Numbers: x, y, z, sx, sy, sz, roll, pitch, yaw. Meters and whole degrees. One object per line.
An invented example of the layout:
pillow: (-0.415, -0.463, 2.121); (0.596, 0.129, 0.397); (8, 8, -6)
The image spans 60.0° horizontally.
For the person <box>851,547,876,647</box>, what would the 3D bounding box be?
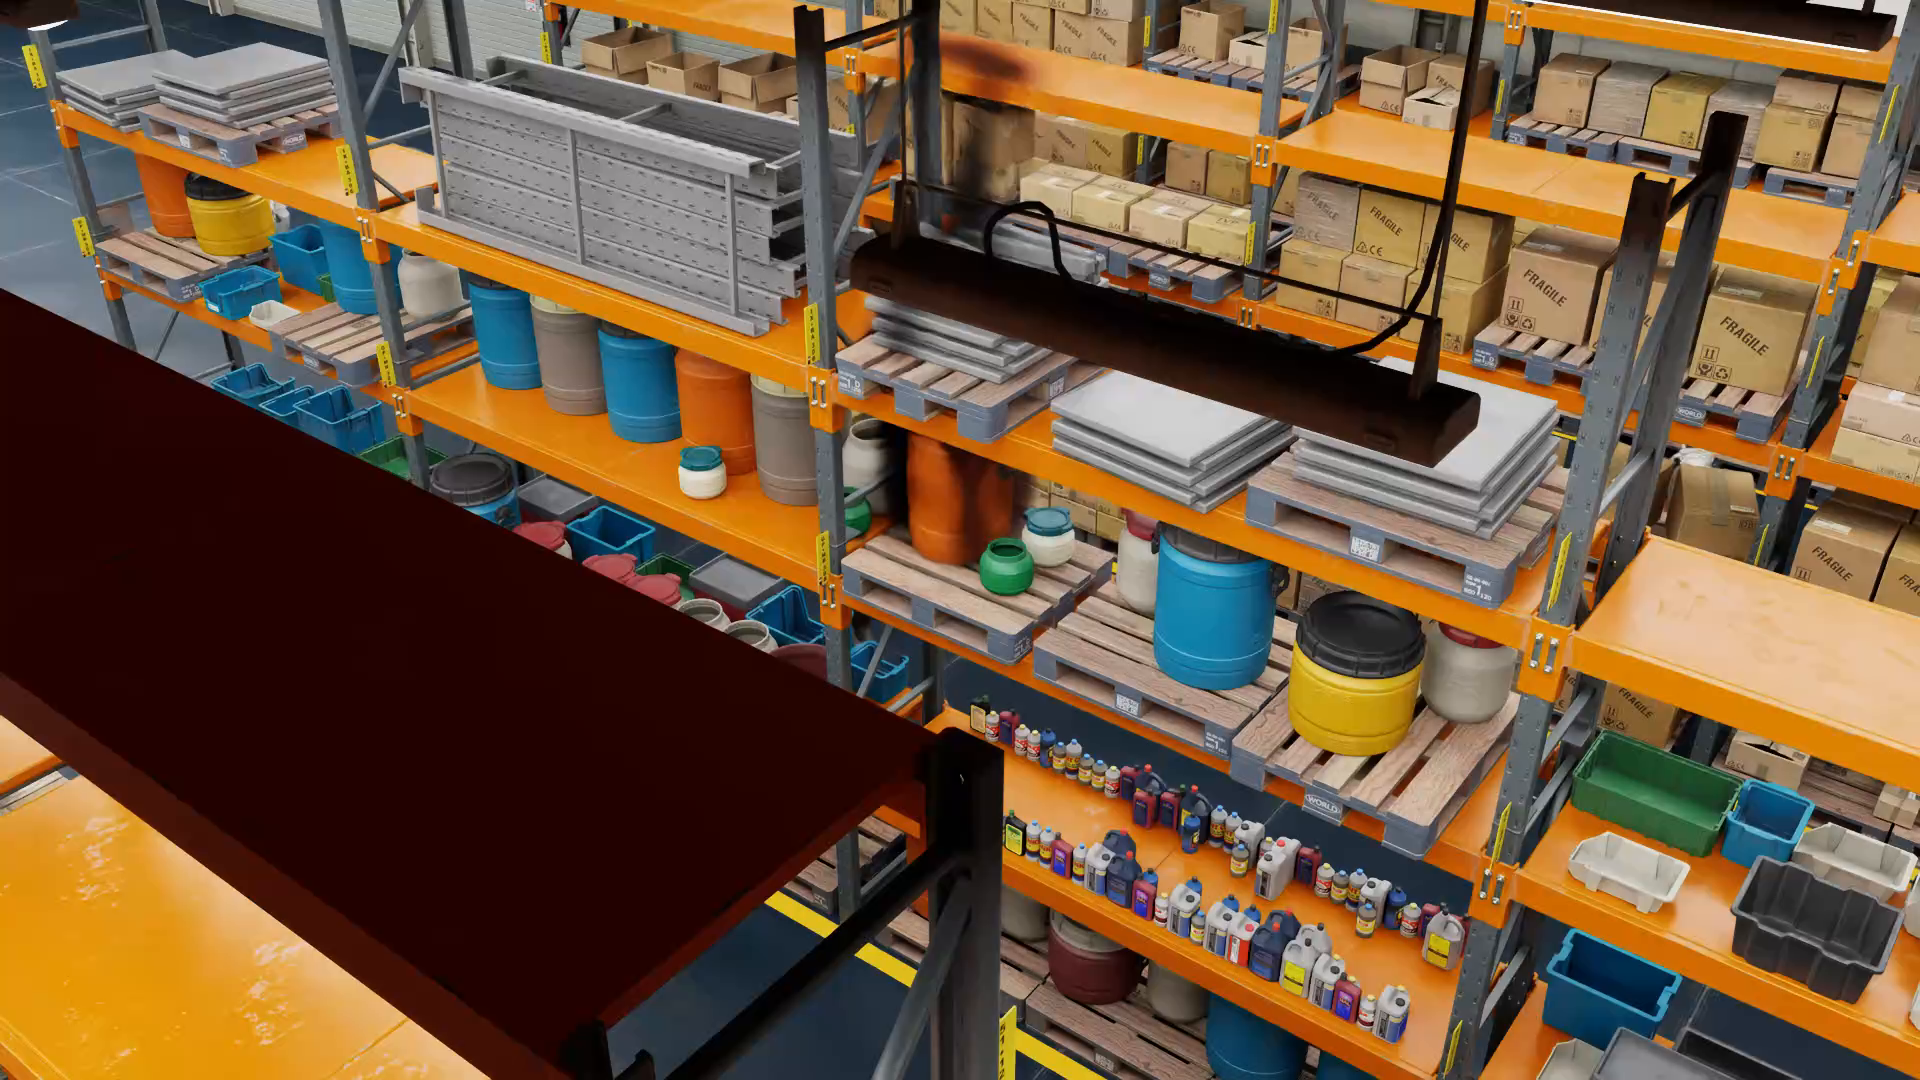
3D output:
person: (-0.827, 0.425, 13.059); (0.554, 1.605, 0.569); (27, 41, 37)

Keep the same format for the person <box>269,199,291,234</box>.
person: (-8.276, -3.864, 19.985); (0.720, 1.642, 0.645); (-17, 35, -25)

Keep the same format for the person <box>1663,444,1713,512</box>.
person: (6.105, -0.258, 14.041); (0.821, 1.767, 0.668); (19, 36, 29)
